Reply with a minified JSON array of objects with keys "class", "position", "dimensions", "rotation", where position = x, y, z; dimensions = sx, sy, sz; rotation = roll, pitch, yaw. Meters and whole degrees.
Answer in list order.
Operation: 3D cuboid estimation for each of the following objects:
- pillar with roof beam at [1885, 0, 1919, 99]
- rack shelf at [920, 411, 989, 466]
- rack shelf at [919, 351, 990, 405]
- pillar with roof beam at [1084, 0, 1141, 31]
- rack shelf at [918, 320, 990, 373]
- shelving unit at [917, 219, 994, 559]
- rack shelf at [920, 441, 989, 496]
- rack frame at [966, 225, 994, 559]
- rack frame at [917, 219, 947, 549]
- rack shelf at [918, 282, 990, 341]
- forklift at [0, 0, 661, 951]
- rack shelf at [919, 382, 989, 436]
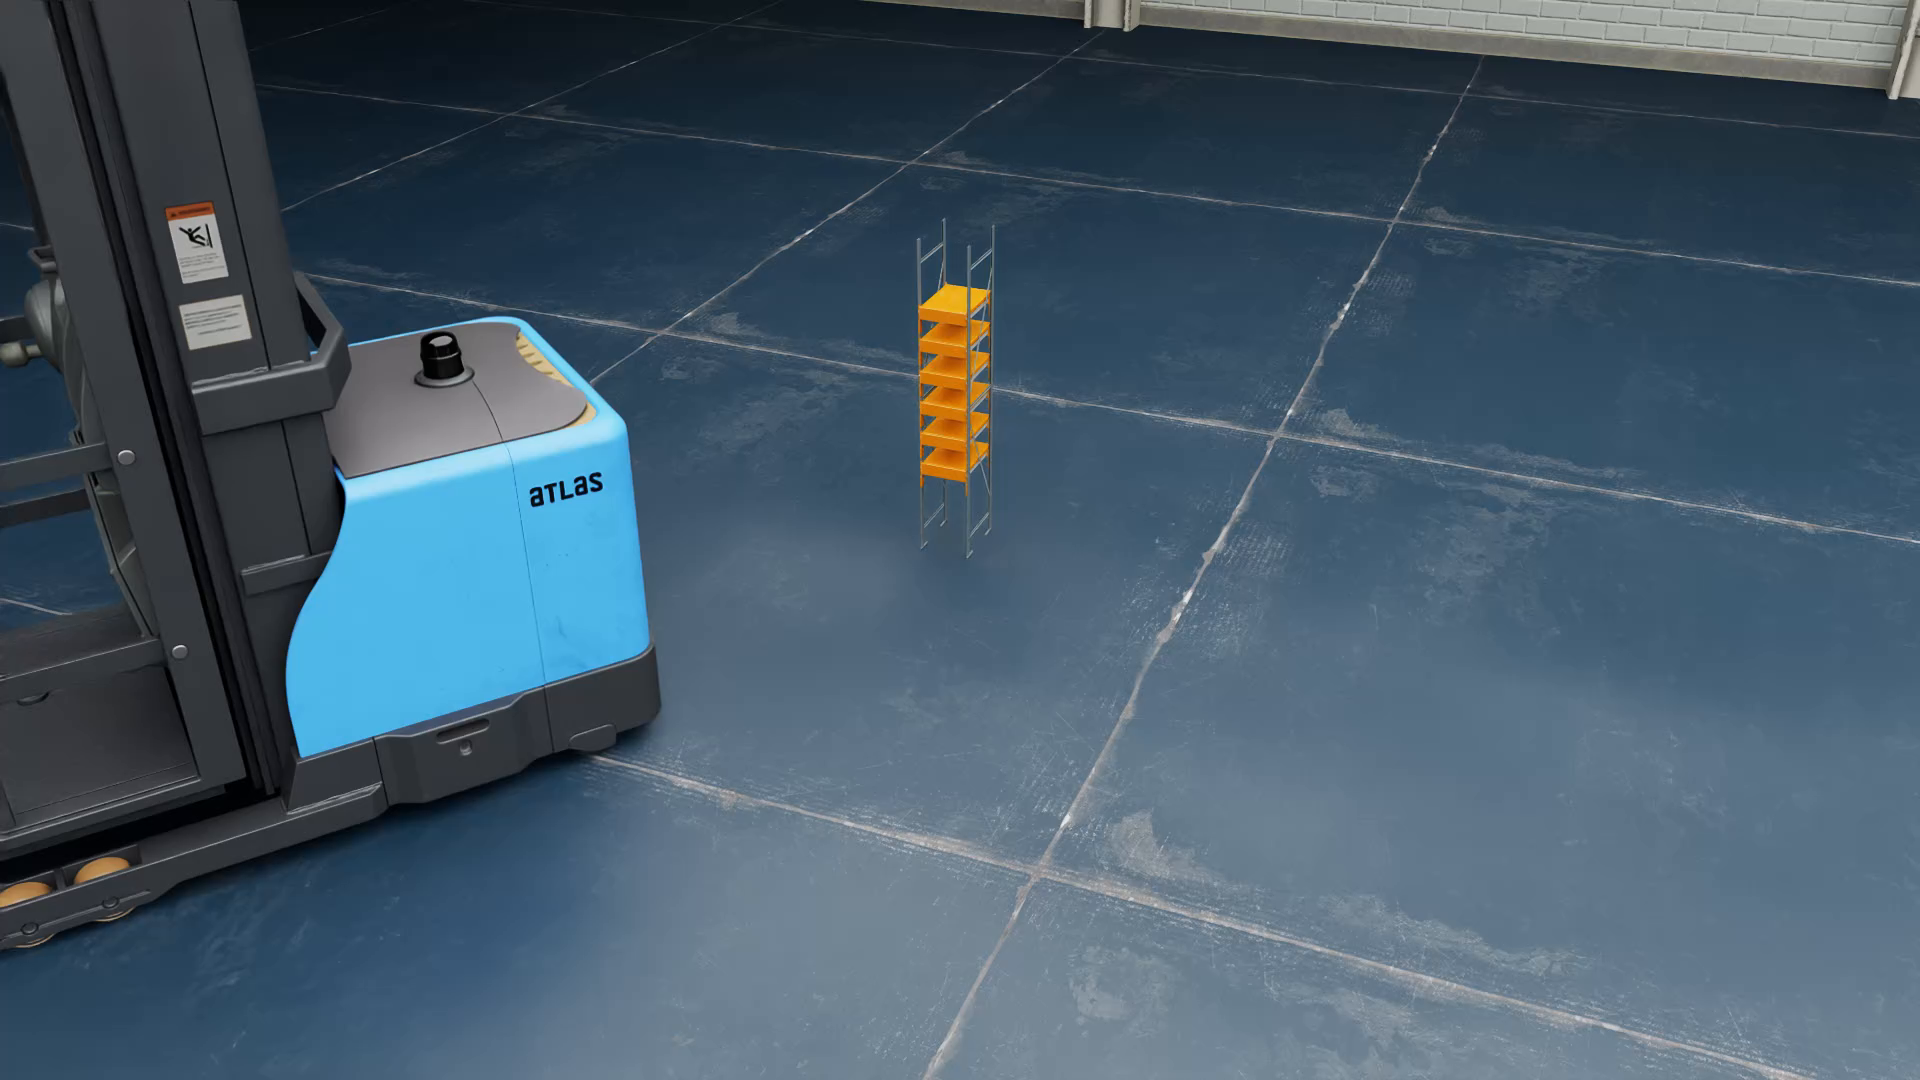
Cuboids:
[{"class":"pillar with roof beam","position":[5.203,-5.117,6.158],"dimensions":[0.400,9.000,9.100],"rotation":[11,31,19]},{"class":"rack shelf","position":[-0.013,-0.382,6.040],"dimensions":[0.180,0.103,0.258],"rotation":[11,31,19]},{"class":"rack shelf","position":[-0.013,-0.591,5.922],"dimensions":[0.180,0.103,0.258],"rotation":[11,31,19]},{"class":"pillar with roof beam","position":[-0.357,-6.227,8.122],"dimensions":[0.400,9.000,9.100],"rotation":[11,31,19]},{"class":"rack shelf","position":[-0.013,-0.695,5.863],"dimensions":[0.180,0.103,0.258],"rotation":[11,31,19]},{"class":"shelving unit","position":[-0.013,-0.525,5.959],"dimensions":[0.189,1.200,0.258],"rotation":[11,31,19]},{"class":"rack shelf","position":[-0.013,-0.277,6.099],"dimensions":[0.180,0.103,0.258],"rotation":[11,31,19]},{"class":"rack frame","position":[0.071,-0.508,5.930],"dimensions":[0.006,1.200,0.240],"rotation":[11,31,19]},{"class":"rack frame","position":[-0.098,-0.542,5.989],"dimensions":[0.006,1.200,0.240],"rotation":[11,31,19]},{"class":"rack shelf","position":[-0.013,-0.800,5.804],"dimensions":[0.180,0.103,0.258],"rotation":[11,31,19]},{"class":"forklift","position":[-2.459,-0.506,4.167],"dimensions":[3.031,2.935,1.130],"rotation":[-17,33,-27]},{"class":"rack shelf","position":[-0.013,-0.486,5.981],"dimensions":[0.180,0.103,0.258],"rotation":[11,31,19]}]
